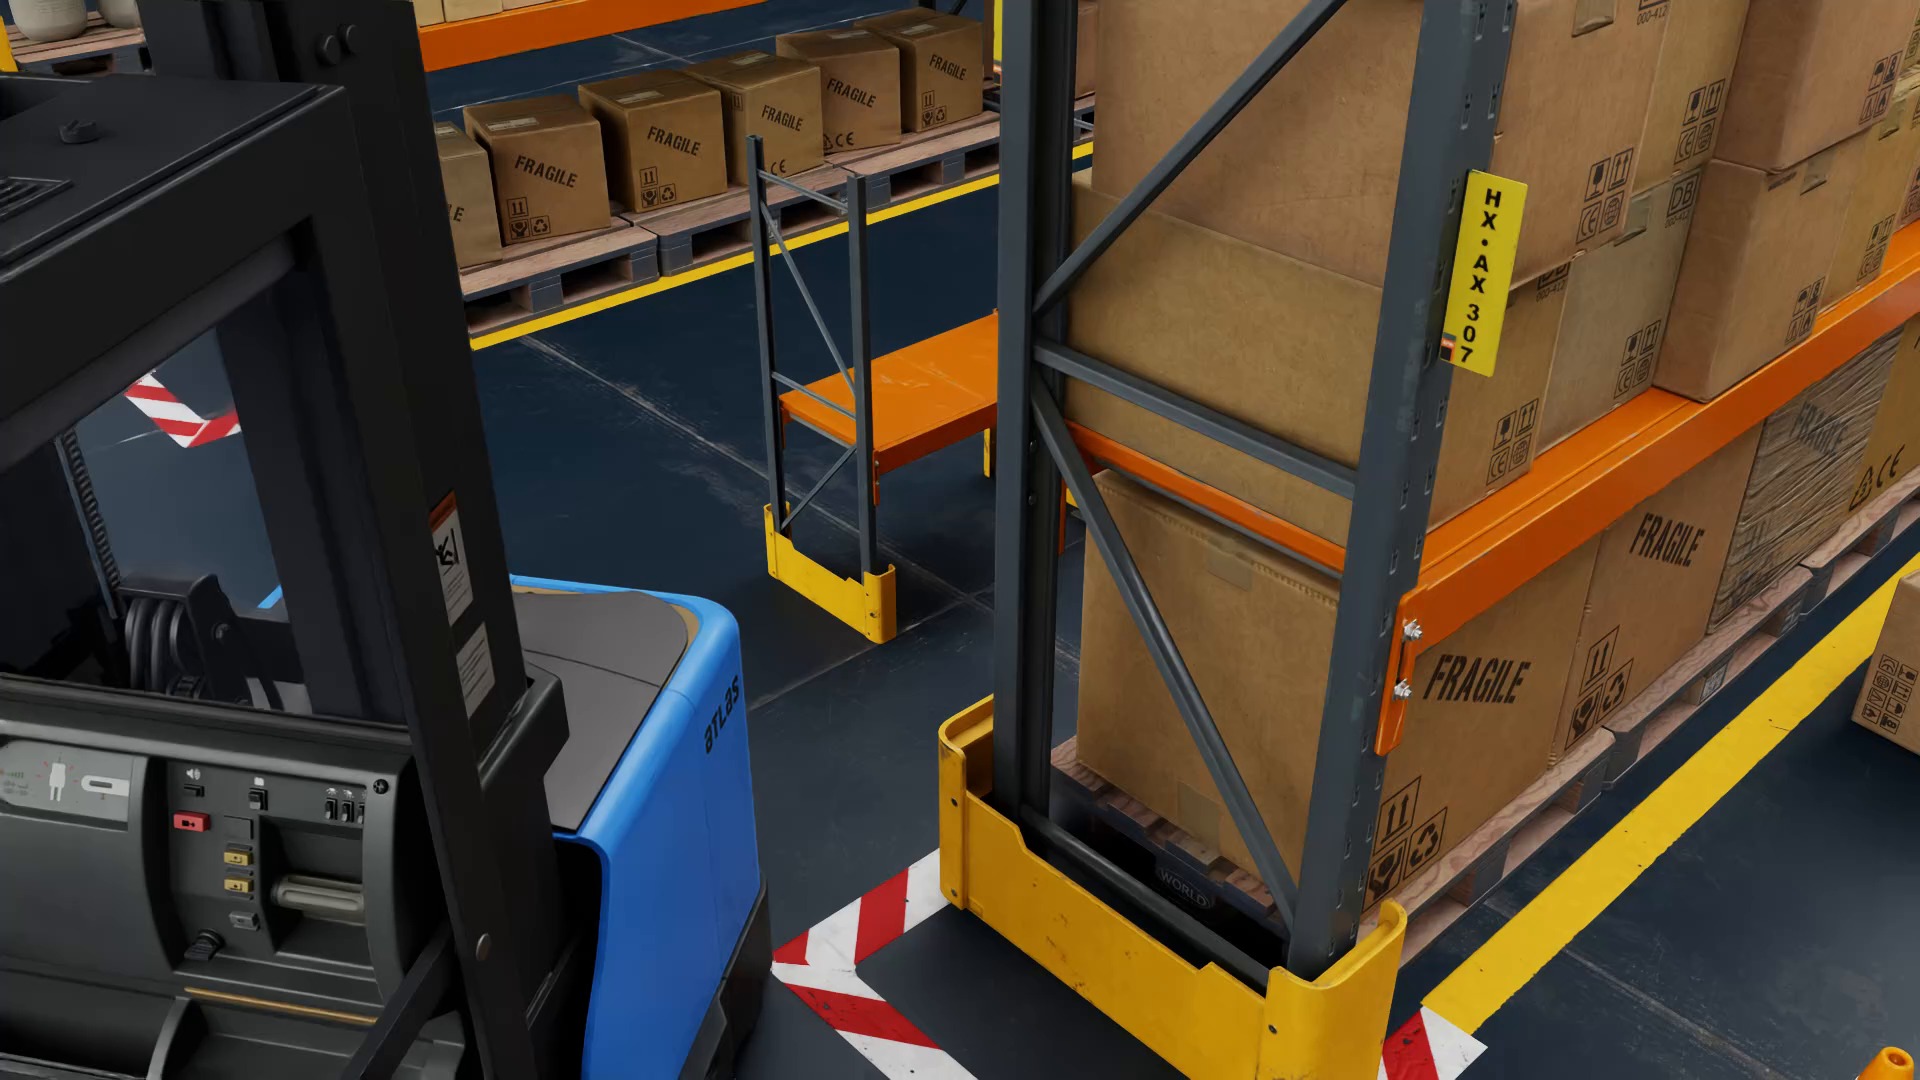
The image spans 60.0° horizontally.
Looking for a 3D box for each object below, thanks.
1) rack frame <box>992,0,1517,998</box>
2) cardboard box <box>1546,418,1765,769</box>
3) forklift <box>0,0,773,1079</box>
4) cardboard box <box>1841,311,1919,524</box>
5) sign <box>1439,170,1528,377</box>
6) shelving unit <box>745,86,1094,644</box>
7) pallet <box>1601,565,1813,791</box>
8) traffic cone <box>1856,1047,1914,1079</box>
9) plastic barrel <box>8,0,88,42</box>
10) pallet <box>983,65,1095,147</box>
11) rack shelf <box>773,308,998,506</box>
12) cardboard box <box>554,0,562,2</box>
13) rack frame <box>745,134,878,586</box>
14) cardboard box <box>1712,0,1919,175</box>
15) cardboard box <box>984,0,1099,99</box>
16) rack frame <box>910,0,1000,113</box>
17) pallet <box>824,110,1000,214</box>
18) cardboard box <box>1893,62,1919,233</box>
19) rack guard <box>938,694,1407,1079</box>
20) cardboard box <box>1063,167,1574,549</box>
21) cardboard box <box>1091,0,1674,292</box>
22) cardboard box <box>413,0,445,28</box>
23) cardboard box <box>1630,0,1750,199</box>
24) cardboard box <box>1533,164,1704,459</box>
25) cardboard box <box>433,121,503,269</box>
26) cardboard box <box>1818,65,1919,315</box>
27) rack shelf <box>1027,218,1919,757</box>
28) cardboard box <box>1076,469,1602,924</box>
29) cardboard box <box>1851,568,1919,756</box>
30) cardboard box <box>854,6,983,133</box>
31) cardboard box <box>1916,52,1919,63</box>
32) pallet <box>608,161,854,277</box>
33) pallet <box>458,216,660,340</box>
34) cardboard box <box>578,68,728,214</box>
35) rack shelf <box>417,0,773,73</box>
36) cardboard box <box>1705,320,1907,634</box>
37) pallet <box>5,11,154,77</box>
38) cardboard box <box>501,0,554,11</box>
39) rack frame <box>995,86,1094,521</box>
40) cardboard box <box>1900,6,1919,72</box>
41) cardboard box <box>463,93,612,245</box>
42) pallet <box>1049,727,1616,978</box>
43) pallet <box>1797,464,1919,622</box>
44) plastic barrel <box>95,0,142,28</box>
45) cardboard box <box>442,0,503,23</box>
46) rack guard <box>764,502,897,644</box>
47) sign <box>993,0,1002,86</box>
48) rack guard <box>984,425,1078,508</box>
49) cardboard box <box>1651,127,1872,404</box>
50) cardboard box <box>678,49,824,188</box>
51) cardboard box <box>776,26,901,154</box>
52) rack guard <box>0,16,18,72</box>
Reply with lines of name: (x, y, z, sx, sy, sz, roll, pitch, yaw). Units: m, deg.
rack frame: (0.462, -0.235, 3.259, 0.127, 3.000, 1.000, -26, 40, -35)
cardboard box: (1.558, -0.086, 4.650, 0.875, 0.875, 0.875, -27, 40, -36)
forklift: (-1.244, 0.492, 2.136, 1.130, 2.935, 3.031, 6, 32, 10)
cardboard box: (2.886, -0.730, 5.703, 0.875, 0.875, 0.875, -25, 39, -35)
sign: (0.835, -0.423, 2.661, 0.005, 0.325, 0.100, -26, 40, -35)
shelving unit: (-0.056, -0.613, 5.315, 1.083, 1.500, 0.587, -26, 40, -35)
pallet: (1.889, 0.211, 5.203, 1.213, 0.211, 1.003, -26, 40, -35)
traffic cone: (1.817, 1.202, 3.340, 0.334, 0.463, 0.336, -26, 40, -35)
plastic barrel: (-5.773, -3.443, 10.488, 0.421, 0.512, 0.421, 0, 31, 0)
pallet: (0.667, -2.674, 9.920, 1.213, 0.211, 1.003, -26, 40, -35)
rack shelf: (-0.063, -0.456, 5.403, 1.000, 0.185, 0.538, -26, 40, -35)
cardboard box: (-1.718, -2.418, 7.069, 0.250, 0.149, 0.380, -26, 40, -35)
rack frame: (-0.435, -0.429, 5.014, 0.032, 1.500, 0.500, -26, 40, -35)
cardboard box: (1.604, -1.253, 3.745, 0.550, 0.550, 0.875, -26, 40, -35)
cardboard box: (0.562, -2.918, 9.621, 0.700, 0.500, 0.500, 26, 40, 35)
rack frame: (0.097, -3.587, 8.740, 0.127, 3.000, 1.000, -26, 40, -35)
pallet: (-0.372, -2.145, 9.056, 1.213, 0.211, 1.003, -26, 40, -35)
cardboard box: (2.269, -1.232, 4.746, 0.550, 0.550, 0.875, -26, 40, -35)
rack guard: (0.444, 0.840, 3.897, 0.348, 0.500, 1.175, -26, 40, -35)
cardboard box: (0.703, -0.448, 3.463, 0.550, 0.550, 0.875, -26, 40, -35)
cardboard box: (0.760, -0.876, 3.129, 0.550, 0.550, 0.875, -26, 40, -35)
cardboard box: (-2.269, -2.152, 6.635, 0.250, 0.149, 0.380, -26, 40, -35)
cardboard box: (1.101, -1.107, 3.506, 0.550, 0.550, 0.875, -26, 40, -35)
cardboard box: (1.092, -0.651, 3.796, 0.550, 0.550, 0.875, -26, 40, -35)
cardboard box: (-2.367, -1.496, 7.315, 0.500, 0.500, 0.500, -18, 36, -27)
cardboard box: (1.948, -1.006, 4.375, 0.500, 0.550, 0.875, -26, 40, -35)
rack shelf: (1.929, -0.637, 4.606, 4.000, 0.370, 1.077, -26, 40, -35)
cardboard box: (0.914, 0.227, 4.138, 0.875, 0.875, 0.875, -26, 40, -35)
cardboard box: (2.955, 0.355, 4.688, 0.500, 0.500, 0.500, -19, 36, -28)
cardboard box: (-0.224, -2.573, 9.076, 0.500, 0.500, 0.500, -27, 41, -37)
cardboard box: (2.287, -1.682, 4.447, 0.550, 0.550, 0.875, -26, 40, -35)
pallet: (-1.267, -1.711, 8.345, 1.213, 0.211, 1.003, -26, 40, -35)
pallet: (-2.161, -1.280, 7.641, 1.213, 0.211, 1.003, -26, 40, -35)
cardboard box: (-1.480, -1.936, 8.034, 0.500, 0.500, 0.500, -22, 38, -31)
rack shelf: (-1.370, -2.571, 7.768, 4.000, 0.370, 1.077, -26, 40, -35)
cardboard box: (2.228, -0.409, 5.177, 0.875, 0.875, 0.875, -25, 40, -35)
pallet: (-5.581, -3.204, 10.788, 1.213, 0.211, 1.003, -26, 40, -35)
cardboard box: (-1.906, -2.332, 6.929, 0.250, 0.149, 0.380, -26, 40, -35)
rack frame: (0.310, -0.790, 5.604, 0.032, 1.500, 0.500, -26, 40, -35)
cardboard box: (1.904, -1.491, 4.134, 0.500, 0.550, 0.875, -26, 40, -35)
cardboard box: (-1.952, -1.721, 7.683, 0.500, 0.500, 0.500, -15, 35, -23)
pallet: (0.995, 0.641, 4.499, 1.213, 0.211, 1.003, -26, 40, -35)
pallet: (2.784, -0.224, 5.914, 1.213, 0.211, 1.003, -26, 40, -35)
plastic barrel: (-5.406, -3.621, 10.779, 0.421, 0.512, 0.421, 0, 31, 0)
cardboard box: (-2.075, -2.235, 6.771, 0.250, 0.149, 0.380, -26, 40, -35)
rack guard: (-0.421, 0.097, 5.352, 0.087, 0.250, 0.587, -26, 40, -35)
sign: (0.103, -1.042, 3.242, 0.005, 0.325, 0.100, -26, 40, -35)
rack guard: (0.309, -0.256, 5.929, 0.087, 0.250, 0.587, -26, 40, -35)
cardboard box: (1.588, -0.802, 4.042, 0.550, 0.550, 0.875, -26, 40, -35)
cardboard box: (-1.040, -2.117, 8.330, 0.500, 0.500, 0.500, 25, 39, 35)
cardboard box: (-0.639, -2.367, 8.739, 0.500, 0.500, 0.500, -13, 34, -21)
rack guard: (-6.180, -3.041, 10.244, 0.348, 0.500, 1.175, -26, 40, -35)
